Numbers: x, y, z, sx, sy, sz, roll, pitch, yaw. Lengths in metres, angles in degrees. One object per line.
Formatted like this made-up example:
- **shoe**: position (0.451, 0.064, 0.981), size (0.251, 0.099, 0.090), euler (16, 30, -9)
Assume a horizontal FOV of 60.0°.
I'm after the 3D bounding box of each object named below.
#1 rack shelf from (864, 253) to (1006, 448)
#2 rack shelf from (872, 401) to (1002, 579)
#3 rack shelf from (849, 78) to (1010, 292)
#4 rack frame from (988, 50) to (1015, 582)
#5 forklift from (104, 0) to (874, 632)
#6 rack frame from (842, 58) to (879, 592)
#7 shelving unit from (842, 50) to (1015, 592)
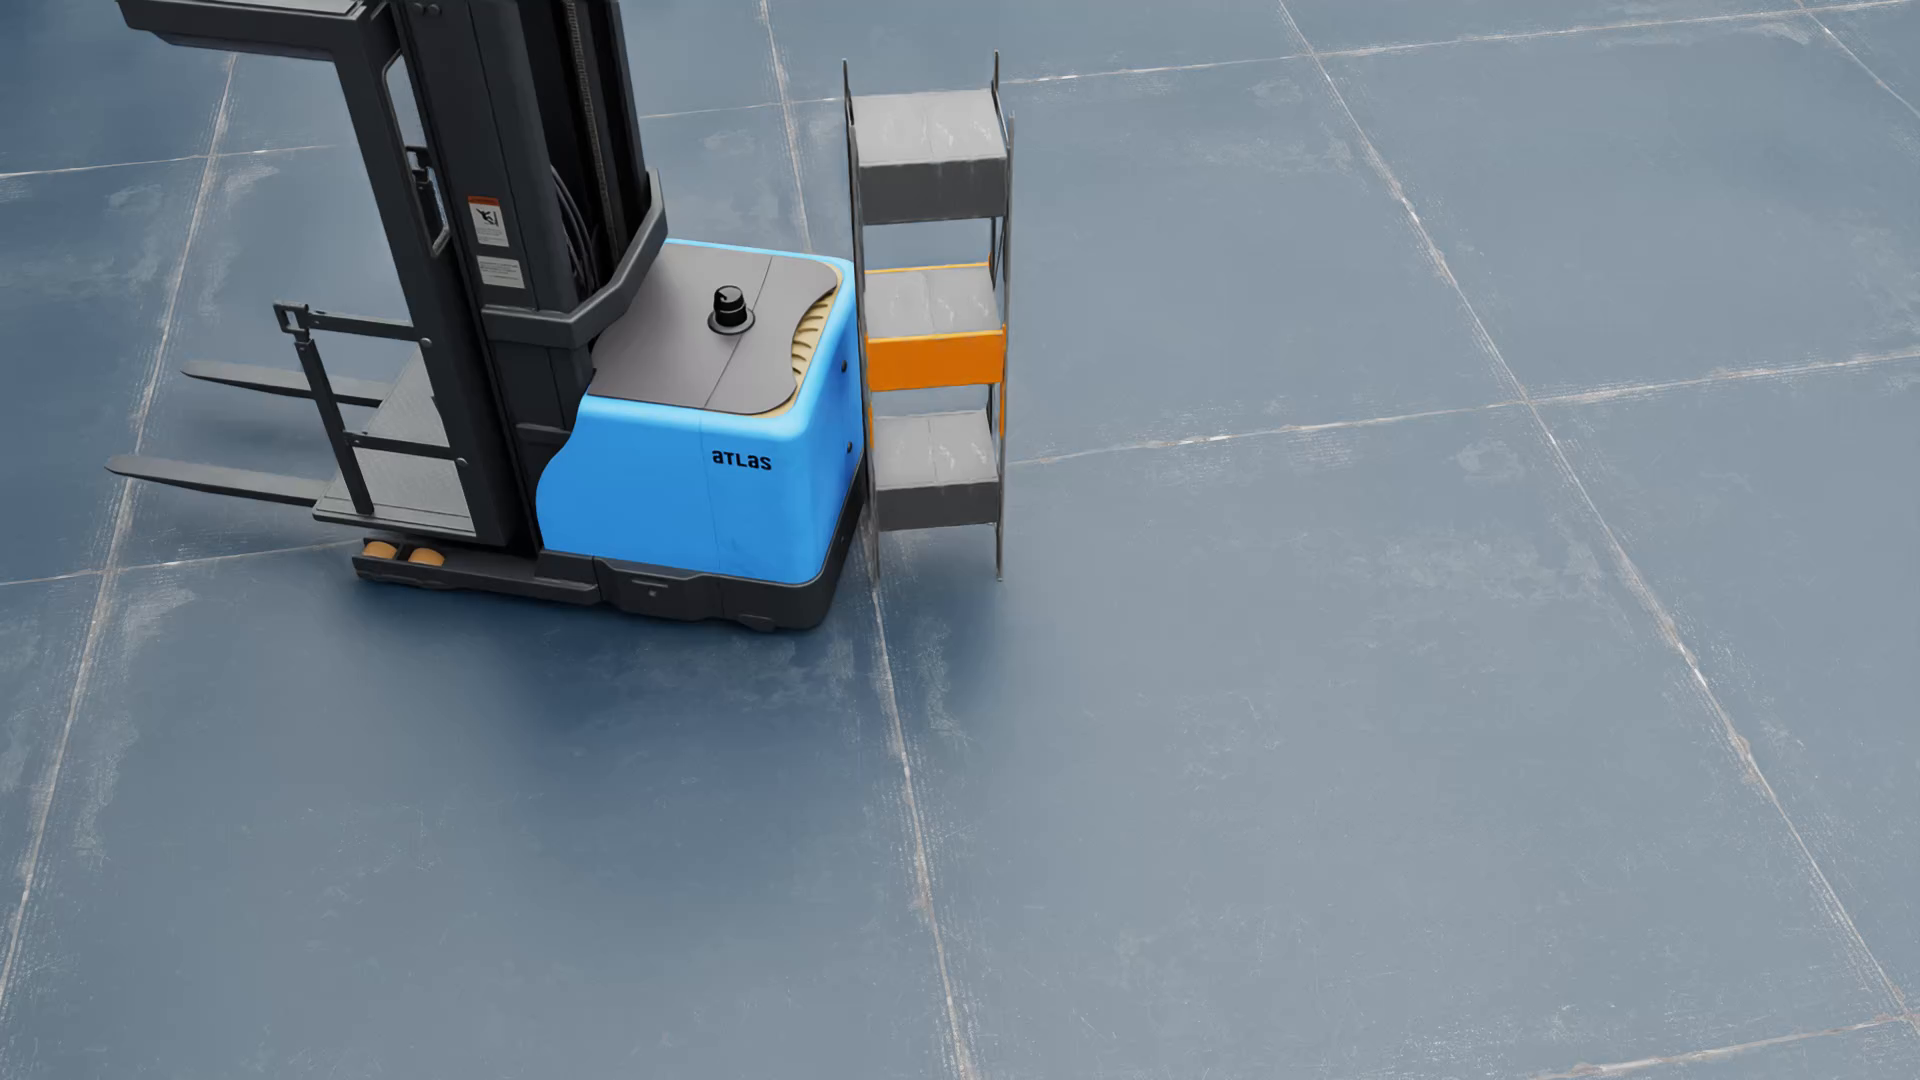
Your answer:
- **rack shelf**: position (-0.105, -0.678, 5.964), size (0.480, 0.518, 0.431), euler (-5, 46, -4)
- **rack shelf**: position (-0.105, -0.192, 6.468), size (0.480, 0.518, 0.431), euler (-5, 46, -4)
- **rack shelf**: position (-0.105, -1.163, 5.460), size (0.480, 0.518, 0.431), euler (-5, 46, -4)
- **rack frame**: position (0.138, -0.707, 5.973), size (0.015, 2.100, 0.400), euler (-5, 46, -4)
- **forklift**: position (-1.917, -1.190, 5.861), size (3.031, 2.935, 1.130), euler (8, 47, 7)
- **rack frame**: position (-0.347, -0.668, 5.935), size (0.015, 2.100, 0.400), euler (-5, 46, -4)
- **shelving unit**: position (-0.105, -0.687, 5.954), size (0.503, 2.100, 0.431), euler (-5, 46, -4)
